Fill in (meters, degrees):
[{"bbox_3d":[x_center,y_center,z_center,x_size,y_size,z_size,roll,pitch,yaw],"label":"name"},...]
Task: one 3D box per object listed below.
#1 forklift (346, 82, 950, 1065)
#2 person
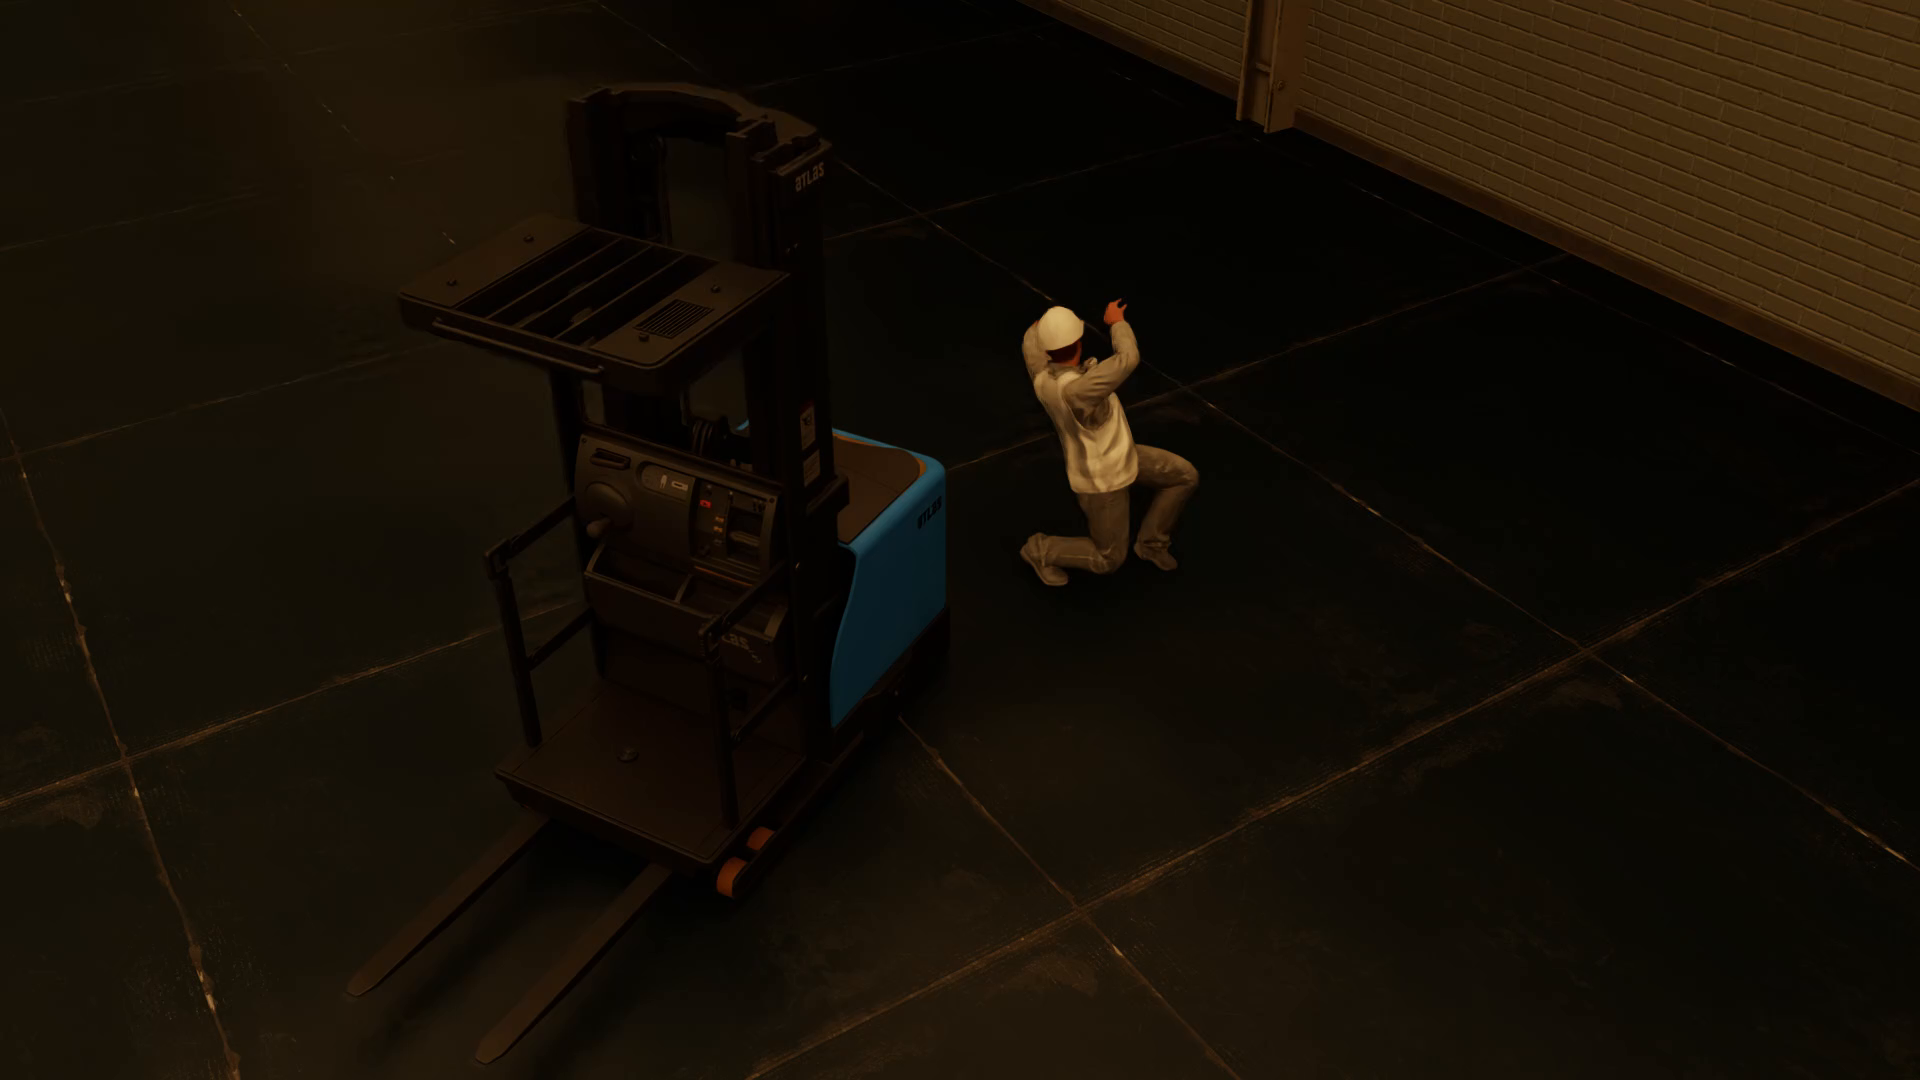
[{"bbox_3d":[-1.198,-0.063,6.237,1.130,2.935,3.031,17,39,23],"label":"forklift"},{"bbox_3d":[0.744,-0.562,8.242,0.896,1.494,1.042,1,35,1],"label":"person"}]
